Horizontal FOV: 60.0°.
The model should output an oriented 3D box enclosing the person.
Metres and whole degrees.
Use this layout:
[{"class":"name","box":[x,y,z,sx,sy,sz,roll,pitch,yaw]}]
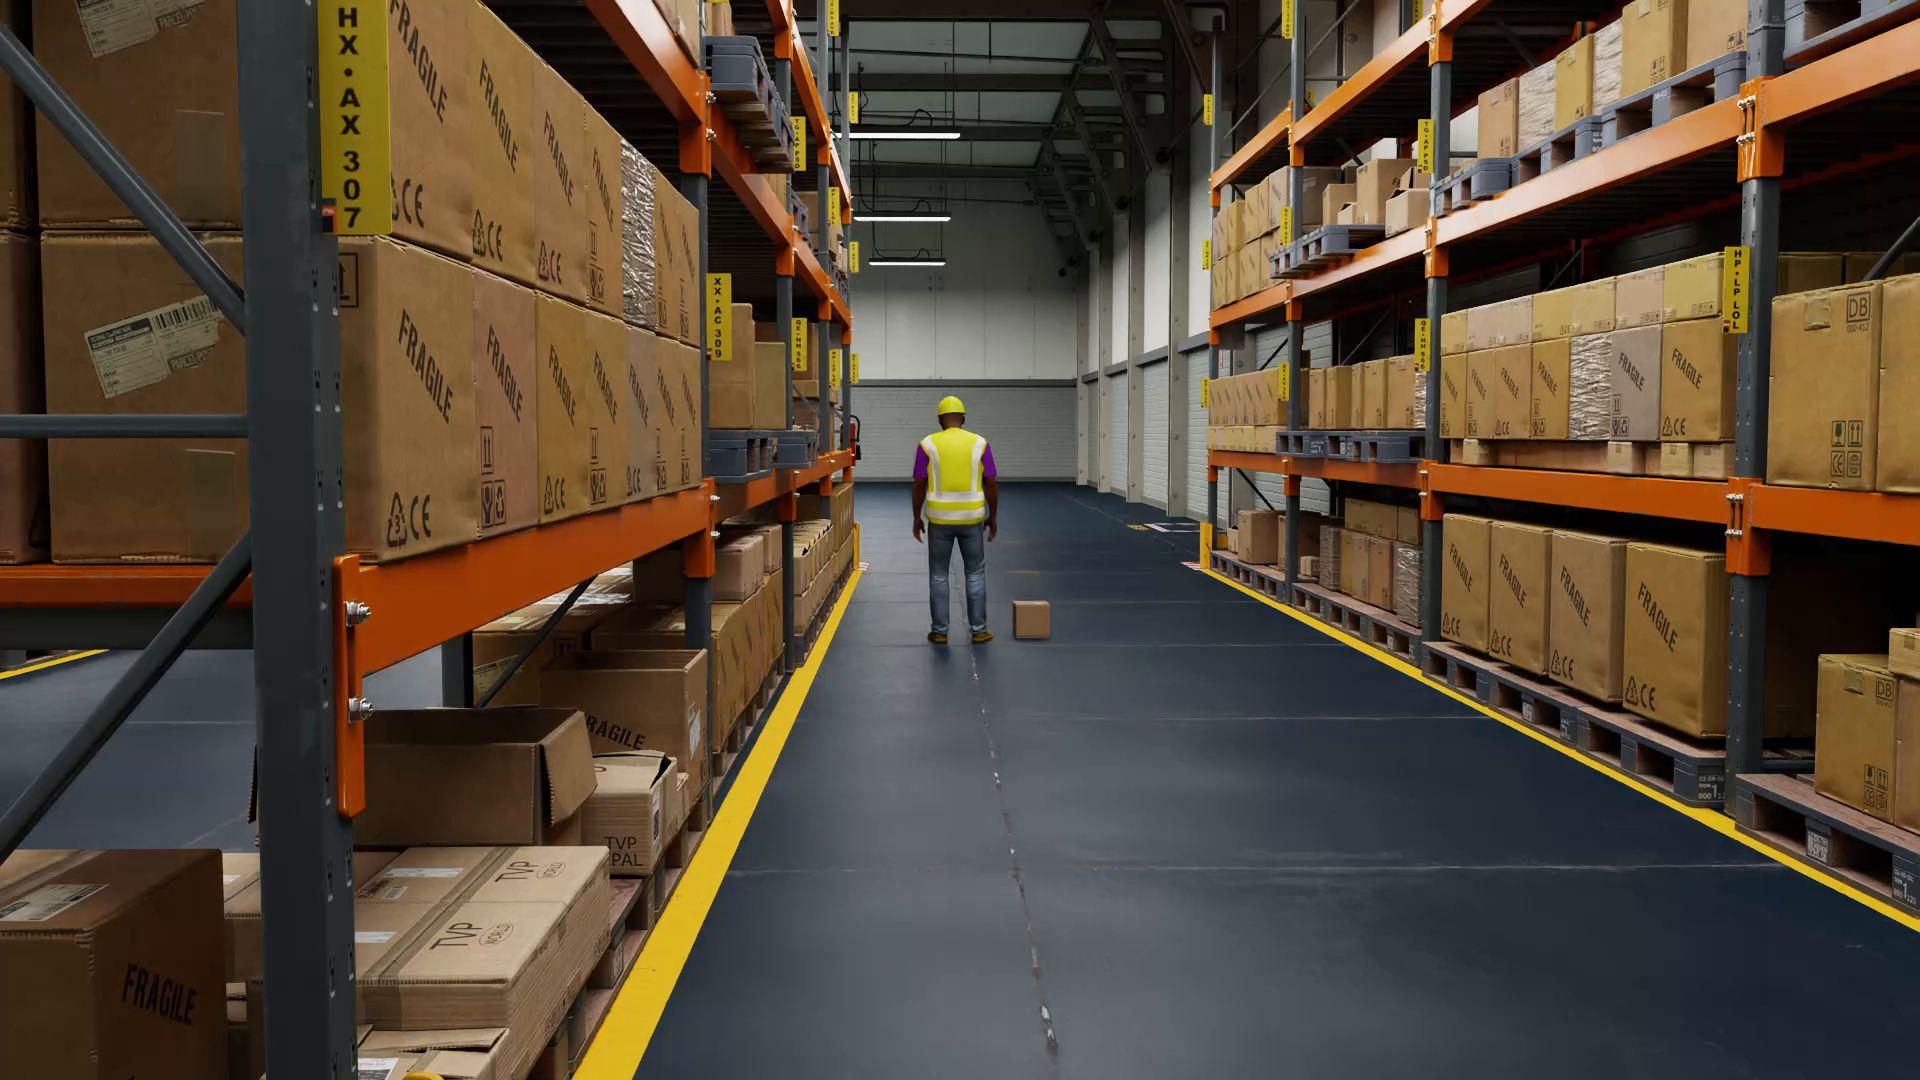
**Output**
[{"class":"person","box":[-0.039,-0.151,11.927,0.618,1.760,0.460,0,4,-4]}]
